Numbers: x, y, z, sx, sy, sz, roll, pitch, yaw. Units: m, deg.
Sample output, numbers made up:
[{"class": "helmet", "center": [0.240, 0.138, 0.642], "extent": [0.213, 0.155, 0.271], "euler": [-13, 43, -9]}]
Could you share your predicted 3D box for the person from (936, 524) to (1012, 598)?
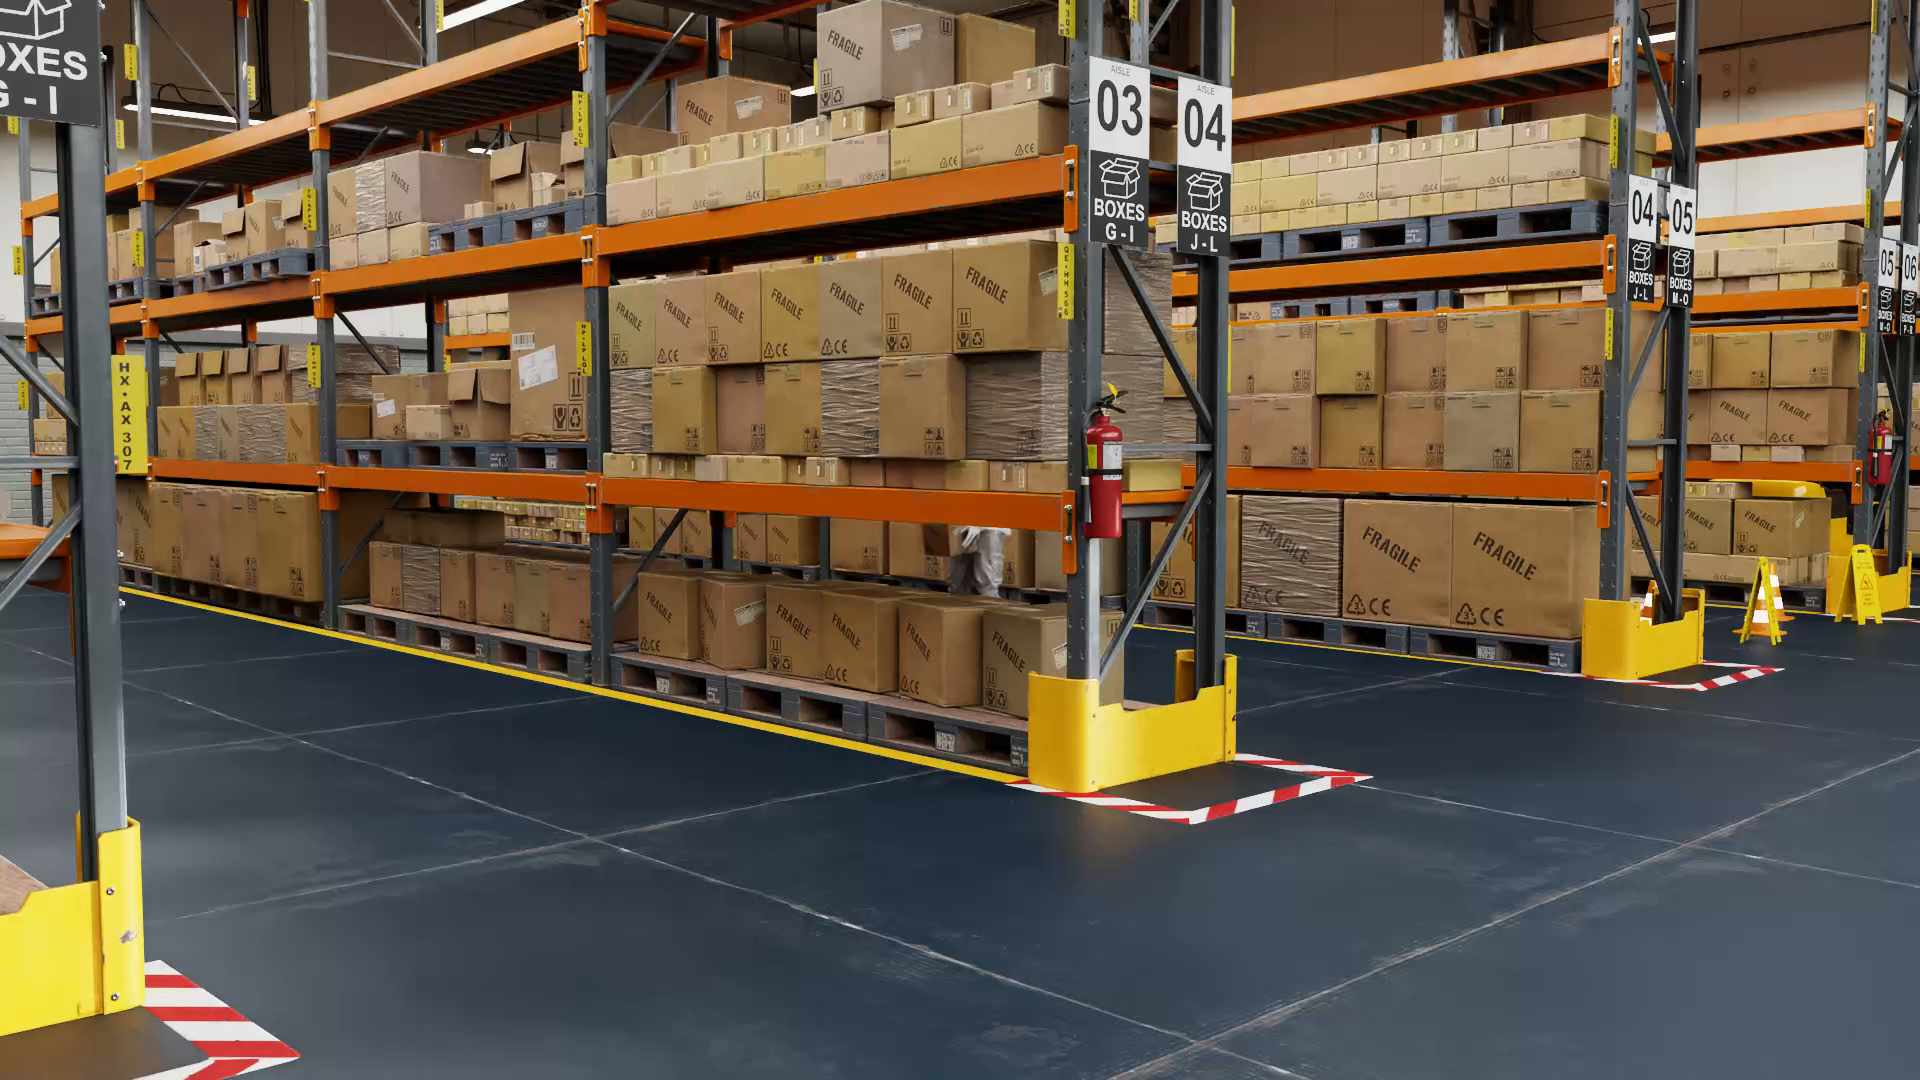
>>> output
[{"class": "person", "center": [0.117, -0.032, 11.074], "extent": [0.578, 1.780, 0.416], "euler": [4, 5, 44]}]
